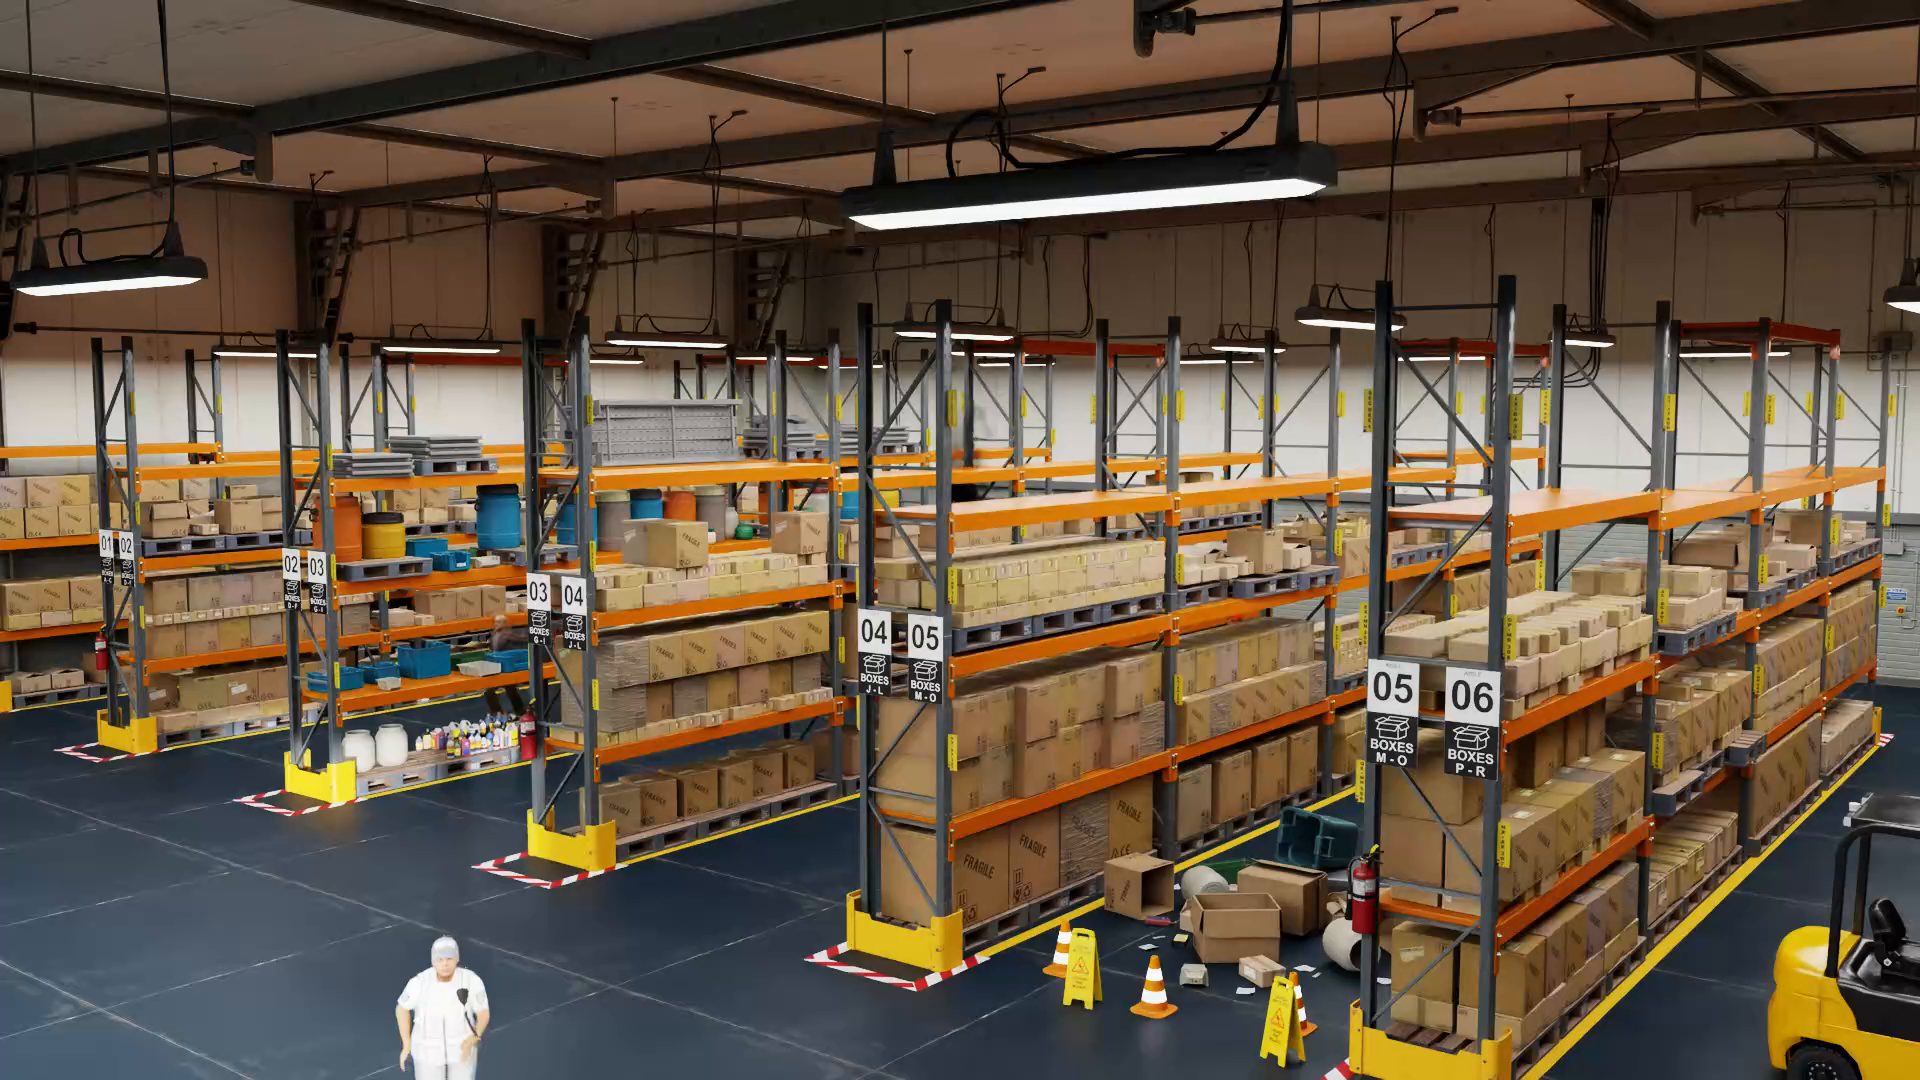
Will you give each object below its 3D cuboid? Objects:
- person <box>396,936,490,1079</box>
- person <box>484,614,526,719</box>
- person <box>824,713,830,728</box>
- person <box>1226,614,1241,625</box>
[{"bbox_3d":[-3.390,3.409,10.947,0.592,1.616,0.581,-2,5,-20],"label":"person"},{"bbox_3d":[-7.088,2.050,25.864,0.613,1.815,0.909,2,5,21],"label":"person"},{"bbox_3d":[-1.976,1.886,24.444,0.635,1.878,0.731,4,6,35],"label":"person"},{"bbox_3d":[3.867,1.931,23.817,0.641,1.837,0.692,3,6,27],"label":"person"}]
